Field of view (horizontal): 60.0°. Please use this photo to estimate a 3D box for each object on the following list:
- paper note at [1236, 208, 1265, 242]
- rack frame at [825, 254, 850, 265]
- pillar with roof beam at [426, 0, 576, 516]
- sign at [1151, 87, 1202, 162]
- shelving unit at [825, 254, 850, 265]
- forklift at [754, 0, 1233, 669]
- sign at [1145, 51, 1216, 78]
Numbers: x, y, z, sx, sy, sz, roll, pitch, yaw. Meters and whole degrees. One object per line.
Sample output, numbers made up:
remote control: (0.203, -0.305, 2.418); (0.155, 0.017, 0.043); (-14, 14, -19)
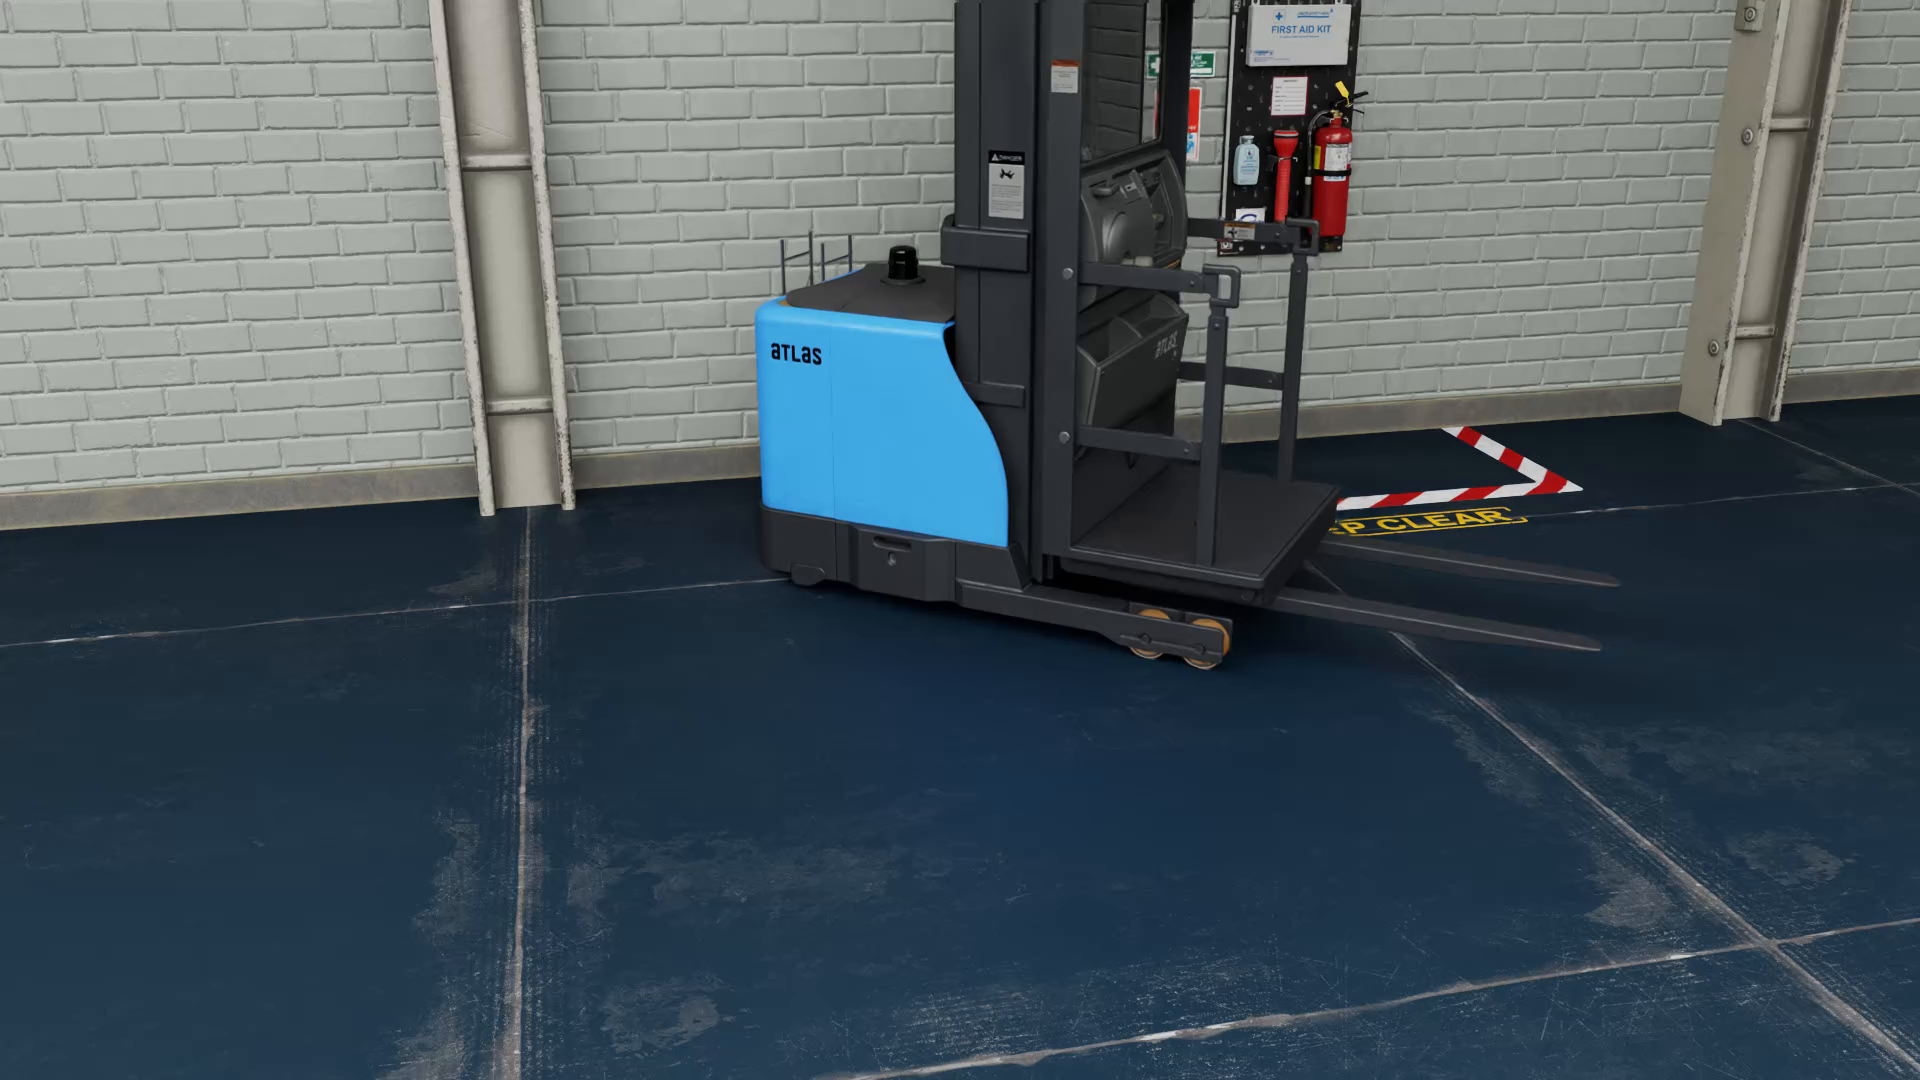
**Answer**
paper note: (1.351, -1.465, 7.735); (0.142, 0.148, 0.016); (-5, 21, -12)
rack frame: (-0.490, -0.628, 6.784); (0.002, 1.046, 0.228); (9, 22, 24)
pillar with roof beam: (-0.896, -2.954, 1.795); (0.400, 9.000, 9.100); (-5, 21, -12)
sign: (10.192, -0.621, 4.008); (16.451, 0.391, 11.513); (-5, 21, -12)
shelving unit: (-0.571, -0.642, 6.821); (0.183, 1.046, 0.258); (9, 22, 24)
forklift: (0.792, -1.149, 5.689); (3.031, 2.935, 1.130); (9, 22, 24)
sign: (0.984, -2.124, 7.429); (0.331, 0.109, 0.001); (-5, 21, -12)
